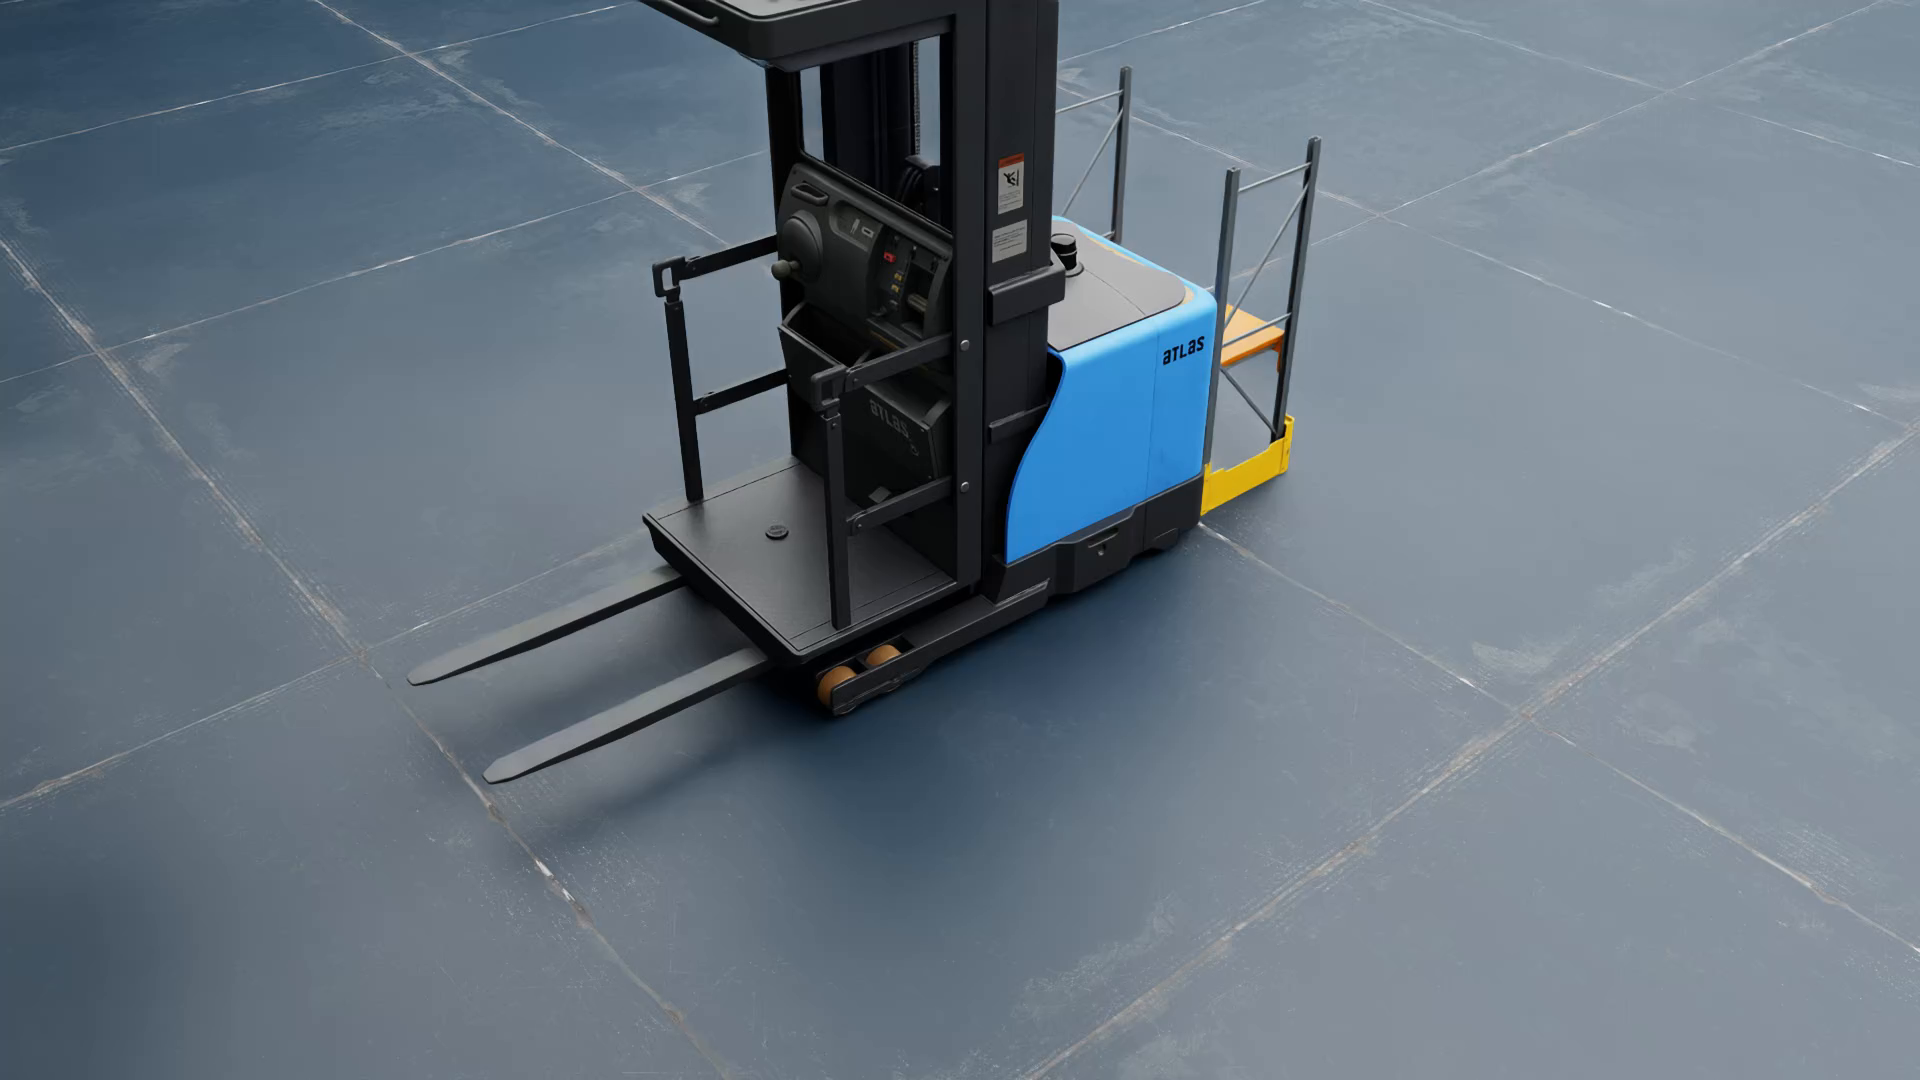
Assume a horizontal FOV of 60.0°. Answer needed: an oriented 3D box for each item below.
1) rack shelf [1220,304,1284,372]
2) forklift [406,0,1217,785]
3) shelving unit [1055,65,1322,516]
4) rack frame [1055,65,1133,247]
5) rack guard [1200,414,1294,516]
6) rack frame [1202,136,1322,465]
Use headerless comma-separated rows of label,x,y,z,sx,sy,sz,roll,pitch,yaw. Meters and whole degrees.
rack shelf,0.846,-0.906,7.042,0.538,0.185,1.000,-26,43,-32
forklift,-0.500,-0.928,5.524,3.031,2.935,1.130,-24,42,-30
shelving unit,0.852,-1.049,6.933,0.587,1.500,1.083,-26,43,-32
rack frame,0.520,-1.278,7.256,0.500,1.500,0.032,-26,43,-32
rack guard,1.172,-0.318,6.982,0.587,0.250,0.087,-26,43,-32
rack frame,1.173,-0.828,6.621,0.500,1.500,0.032,-26,43,-32
